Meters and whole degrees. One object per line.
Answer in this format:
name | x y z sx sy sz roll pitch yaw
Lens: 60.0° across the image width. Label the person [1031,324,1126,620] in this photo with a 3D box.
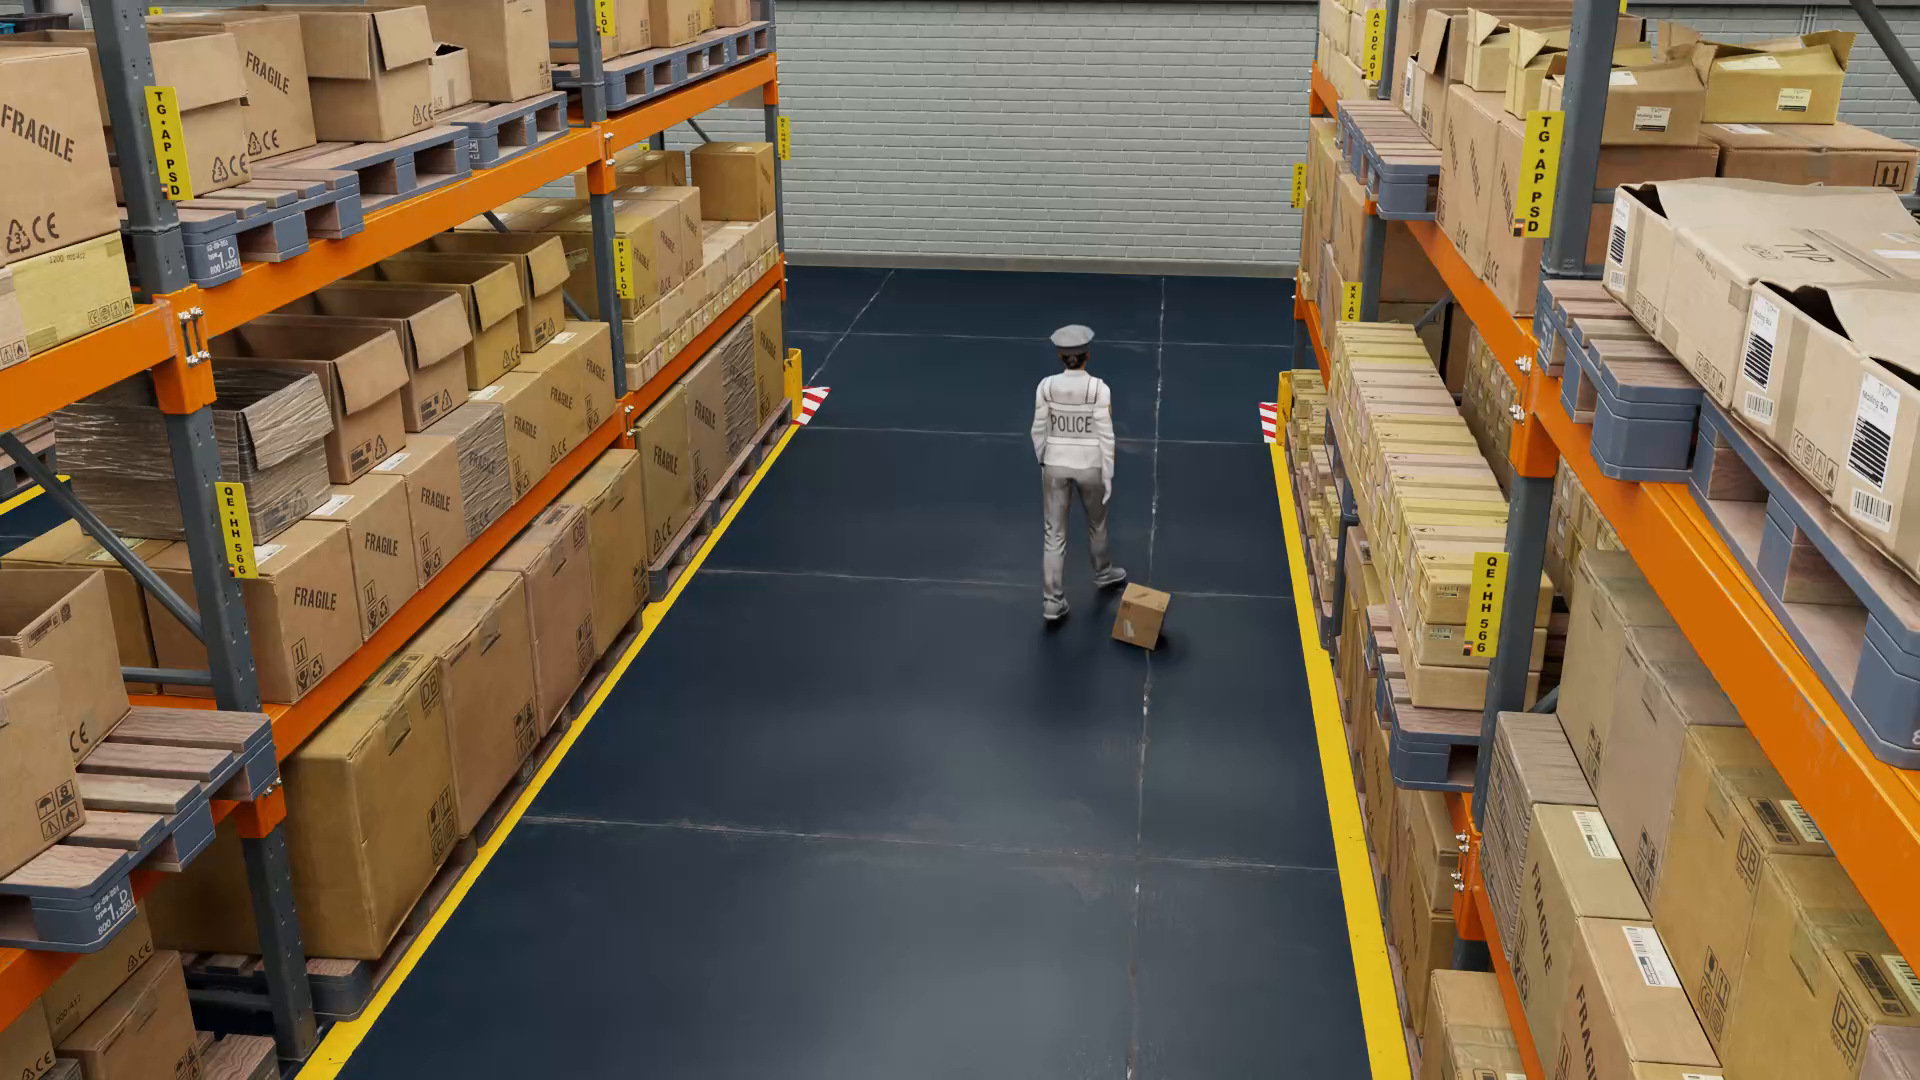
person | 0.671 -0.415 9.593 0.537 1.629 0.873 5 22 12
